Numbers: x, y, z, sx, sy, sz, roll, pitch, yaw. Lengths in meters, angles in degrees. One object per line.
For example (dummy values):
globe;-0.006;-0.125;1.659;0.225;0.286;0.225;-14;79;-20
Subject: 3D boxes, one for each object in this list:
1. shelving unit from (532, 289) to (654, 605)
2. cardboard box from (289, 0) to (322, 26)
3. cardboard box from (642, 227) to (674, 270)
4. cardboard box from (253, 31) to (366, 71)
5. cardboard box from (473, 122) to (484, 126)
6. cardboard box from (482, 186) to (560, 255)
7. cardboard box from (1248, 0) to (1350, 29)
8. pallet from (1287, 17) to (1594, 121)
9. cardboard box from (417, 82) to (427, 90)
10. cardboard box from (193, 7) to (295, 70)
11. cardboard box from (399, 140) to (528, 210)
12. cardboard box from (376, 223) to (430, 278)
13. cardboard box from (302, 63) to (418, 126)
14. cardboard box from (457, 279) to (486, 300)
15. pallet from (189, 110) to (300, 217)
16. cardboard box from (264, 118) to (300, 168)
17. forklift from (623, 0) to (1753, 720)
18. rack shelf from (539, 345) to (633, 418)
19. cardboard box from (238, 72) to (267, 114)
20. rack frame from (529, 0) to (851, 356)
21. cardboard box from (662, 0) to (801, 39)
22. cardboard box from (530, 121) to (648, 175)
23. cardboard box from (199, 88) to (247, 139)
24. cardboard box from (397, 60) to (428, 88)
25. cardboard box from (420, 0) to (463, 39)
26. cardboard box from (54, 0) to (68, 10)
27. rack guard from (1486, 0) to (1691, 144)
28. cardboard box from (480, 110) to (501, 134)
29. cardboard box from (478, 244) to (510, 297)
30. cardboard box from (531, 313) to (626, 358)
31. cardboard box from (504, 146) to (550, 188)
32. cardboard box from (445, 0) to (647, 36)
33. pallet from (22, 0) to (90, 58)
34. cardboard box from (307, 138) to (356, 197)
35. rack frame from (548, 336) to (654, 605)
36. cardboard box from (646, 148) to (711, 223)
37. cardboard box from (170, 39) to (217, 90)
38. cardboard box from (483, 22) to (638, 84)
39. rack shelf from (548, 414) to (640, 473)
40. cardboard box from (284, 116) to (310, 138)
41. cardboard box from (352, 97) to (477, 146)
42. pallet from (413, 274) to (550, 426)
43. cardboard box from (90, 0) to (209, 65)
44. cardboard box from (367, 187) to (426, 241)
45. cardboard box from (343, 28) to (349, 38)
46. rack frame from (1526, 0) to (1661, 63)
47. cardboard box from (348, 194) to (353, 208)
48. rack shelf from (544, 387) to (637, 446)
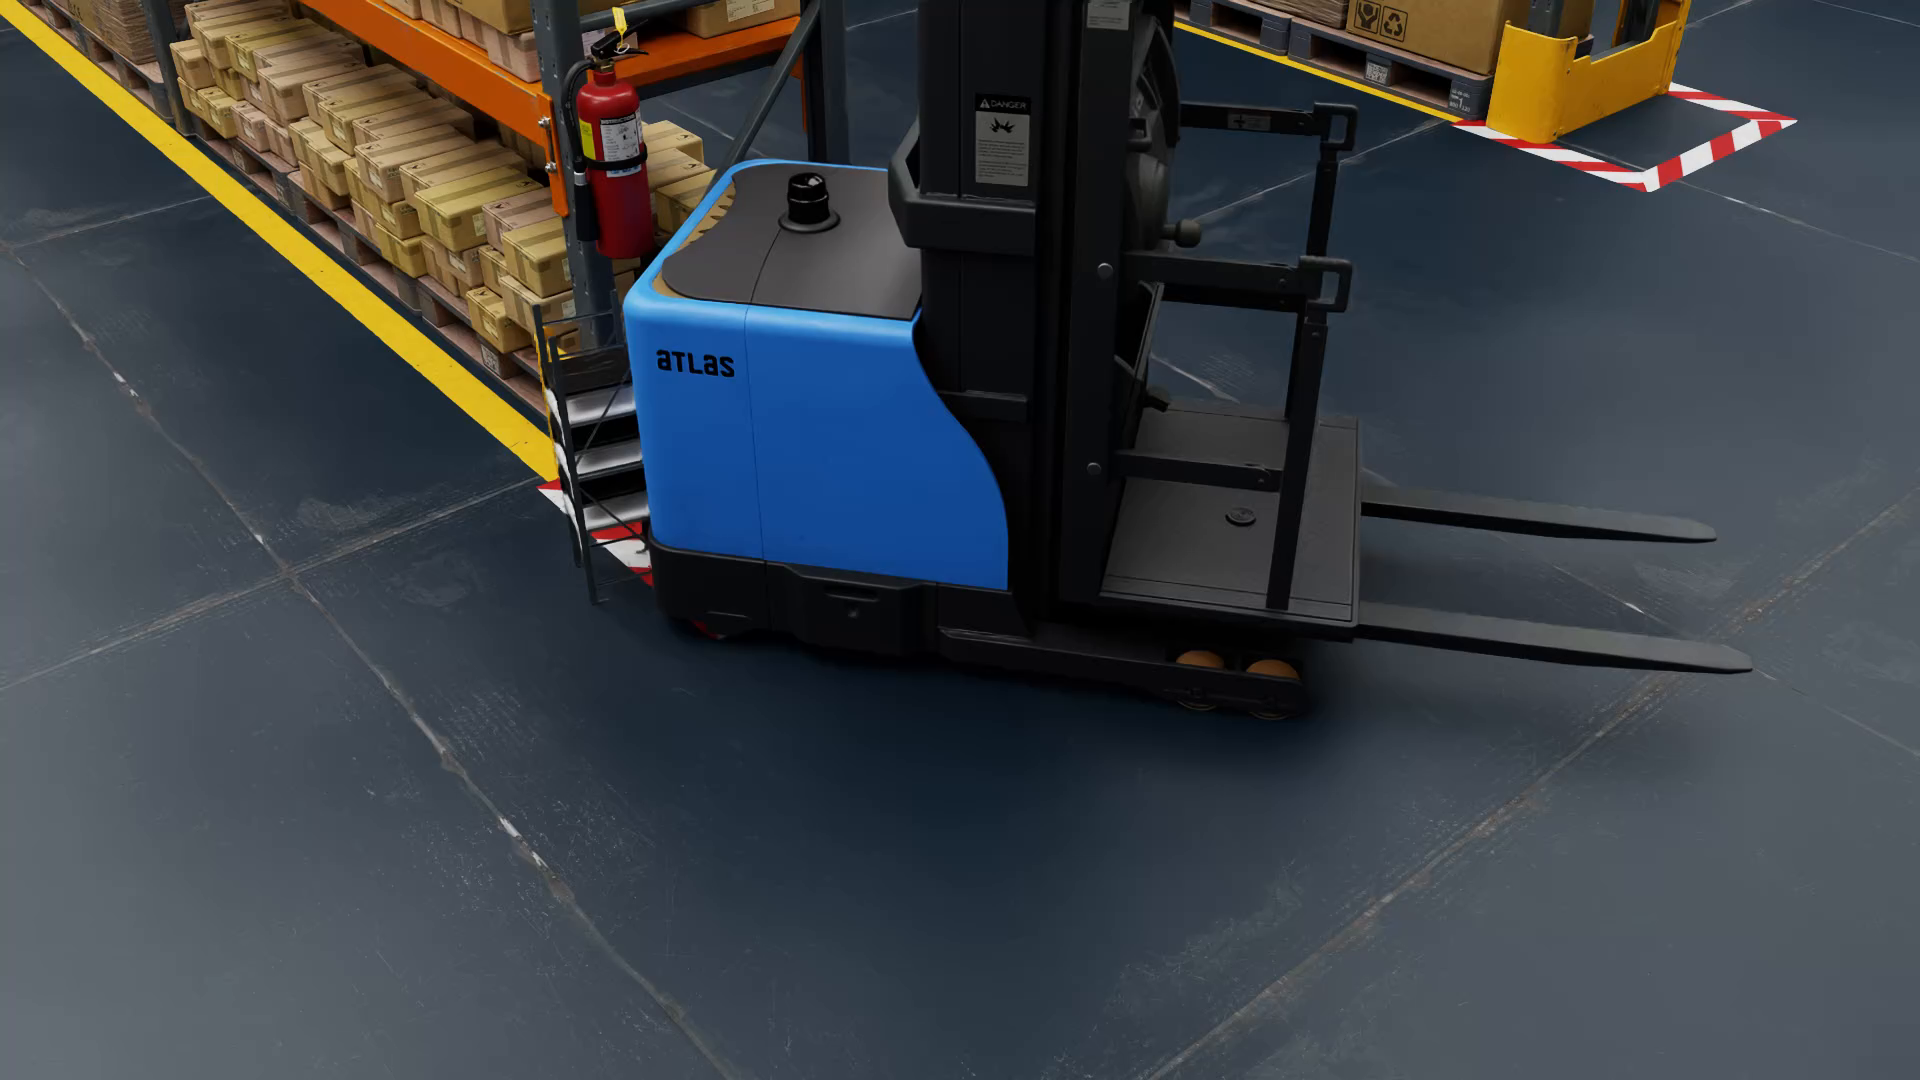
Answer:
shelving unit;-1.036;-0.257;4.834;0.258;0.900;0.210;-14;38;-19
cardboard box;-2.931;-2.546;7.839;0.380;0.149;0.250;-25;42;-31
cardboard box;-0.921;-1.046;5.978;0.380;0.149;0.250;-24;42;-30
cardboard box;-2.777;-2.033;7.114;0.380;0.149;0.250;-27;43;-33
cardboard box;-1.980;-1.726;6.938;0.380;0.149;0.250;-24;42;-30
cardboard box;-1.432;-1.112;5.813;0.380;0.149;0.250;-25;42;-31
cardboard box;2.014;-3.354;8.865;0.875;0.875;0.875;-26;43;-32
pallet;2.500;-2.581;8.712;1.003;0.211;1.213;-26;43;-32
cardboard box;-2.277;-1.985;7.304;0.380;0.149;0.250;-25;42;-31
cardboard box;-3.163;-2.233;7.397;0.380;0.149;0.250;-24;42;-30
cardboard box;-1.815;-1.317;6.103;0.380;0.149;0.250;-28;44;-33
cardboard box;-2.007;-1.170;6.410;0.380;0.149;0.250;-28;44;-34
cardboard box;-2.436;-1.801;6.786;0.380;0.149;0.250;-28;44;-34
cardboard box;-1.626;-0.977;6.137;0.380;0.149;0.250;-26;43;-32
pallet;-2.899;-1.934;7.799;1.003;0.211;1.213;-26;43;-32
cardboard box;-2.797;-1.782;7.274;0.380;0.149;0.250;-27;43;-33
forklift;0.678;-1.040;4.182;3.031;2.935;1.130;7;36;10
rack shelf;-1.036;-0.450;4.697;0.258;0.077;0.200;-14;38;-19
cardboard box;-2.954;-2.033;7.372;0.380;0.149;0.250;-26;43;-32
rack frame;-0.779;-1.590;4.899;1.000;3.000;0.127;-26;43;-32
cardboard box;-0.737;-1.752;5.346;0.380;0.149;0.250;-26;43;-32
cardboard box;-1.415;-1.513;6.380;0.380;0.149;0.250;-28;44;-34
cardboard box;-3.199;-1.966;7.533;0.380;0.149;0.250;-25;42;-31
cardboard box;-2.217;-2.112;7.226;0.380;0.149;0.250;-28;44;-34
cardboard box;-1.510;-1.755;5.349;0.380;0.149;0.250;-26;43;-32
cardboard box;-4.688;-3.195;8.965;0.500;0.500;0.500;-27;43;-33
rack guard;3.091;-2.364;8.156;1.175;0.500;0.348;-26;43;-32
cardboard box;-1.722;-1.772;6.745;0.380;0.149;0.250;-25;42;-31
cardboard box;-1.465;-0.981;5.886;0.380;0.149;0.250;-27;43;-33
cardboard box;-1.278;-0.752;5.820;0.380;0.149;0.250;-25;42;-31
cardboard box;-1.606;-1.499;6.617;0.380;0.149;0.250;-28;44;-34
cardboard box;-1.265;-1.854;4.929;0.500;0.500;0.500;-25;42;-31
pallet;-4.655;-3.100;9.444;1.003;0.211;1.213;-26;43;-32
cardboard box;-2.368;-1.530;6.660;0.380;0.149;0.250;-26;43;-31
rack frame;-0.995;-0.203;4.758;0.240;0.900;0.006;-14;38;-19
cardboard box;-1.127;-1.275;6.044;0.380;0.149;0.250;-25;42;-31
cardboard box;-3.370;-2.206;7.615;0.380;0.149;0.250;-24;42;-30
cardboard box;-1.205;-1.526;5.026;0.380;0.149;0.250;-26;43;-32
rack shelf;-1.036;-0.303;4.801;0.258;0.077;0.200;-14;38;-19
cardboard box;-2.622;-1.783;7.018;0.380;0.149;0.250;-24;42;-30
cardboard box;-2.116;-1.573;6.464;0.380;0.149;0.250;-28;44;-33
pallet;-1.325;-0.857;6.278;1.003;0.211;1.213;-26;43;-32
cardboard box;-4.030;-2.740;8.323;0.500;0.500;0.500;-27;43;-33
cardboard box;-2.018;-1.298;6.334;0.380;0.149;0.250;-25;42;-31
cardboard box;-2.570;-2.341;7.549;0.380;0.149;0.250;-26;43;-32
rack frame;3.076;-3.395;7.448;1.000;3.000;0.127;-26;43;-32
cardboard box;-2.274;-1.438;6.788;0.380;0.149;0.250;-25;42;-31
rack shelf;-1.036;-0.377;4.749;0.258;0.077;0.200;-14;38;-19
